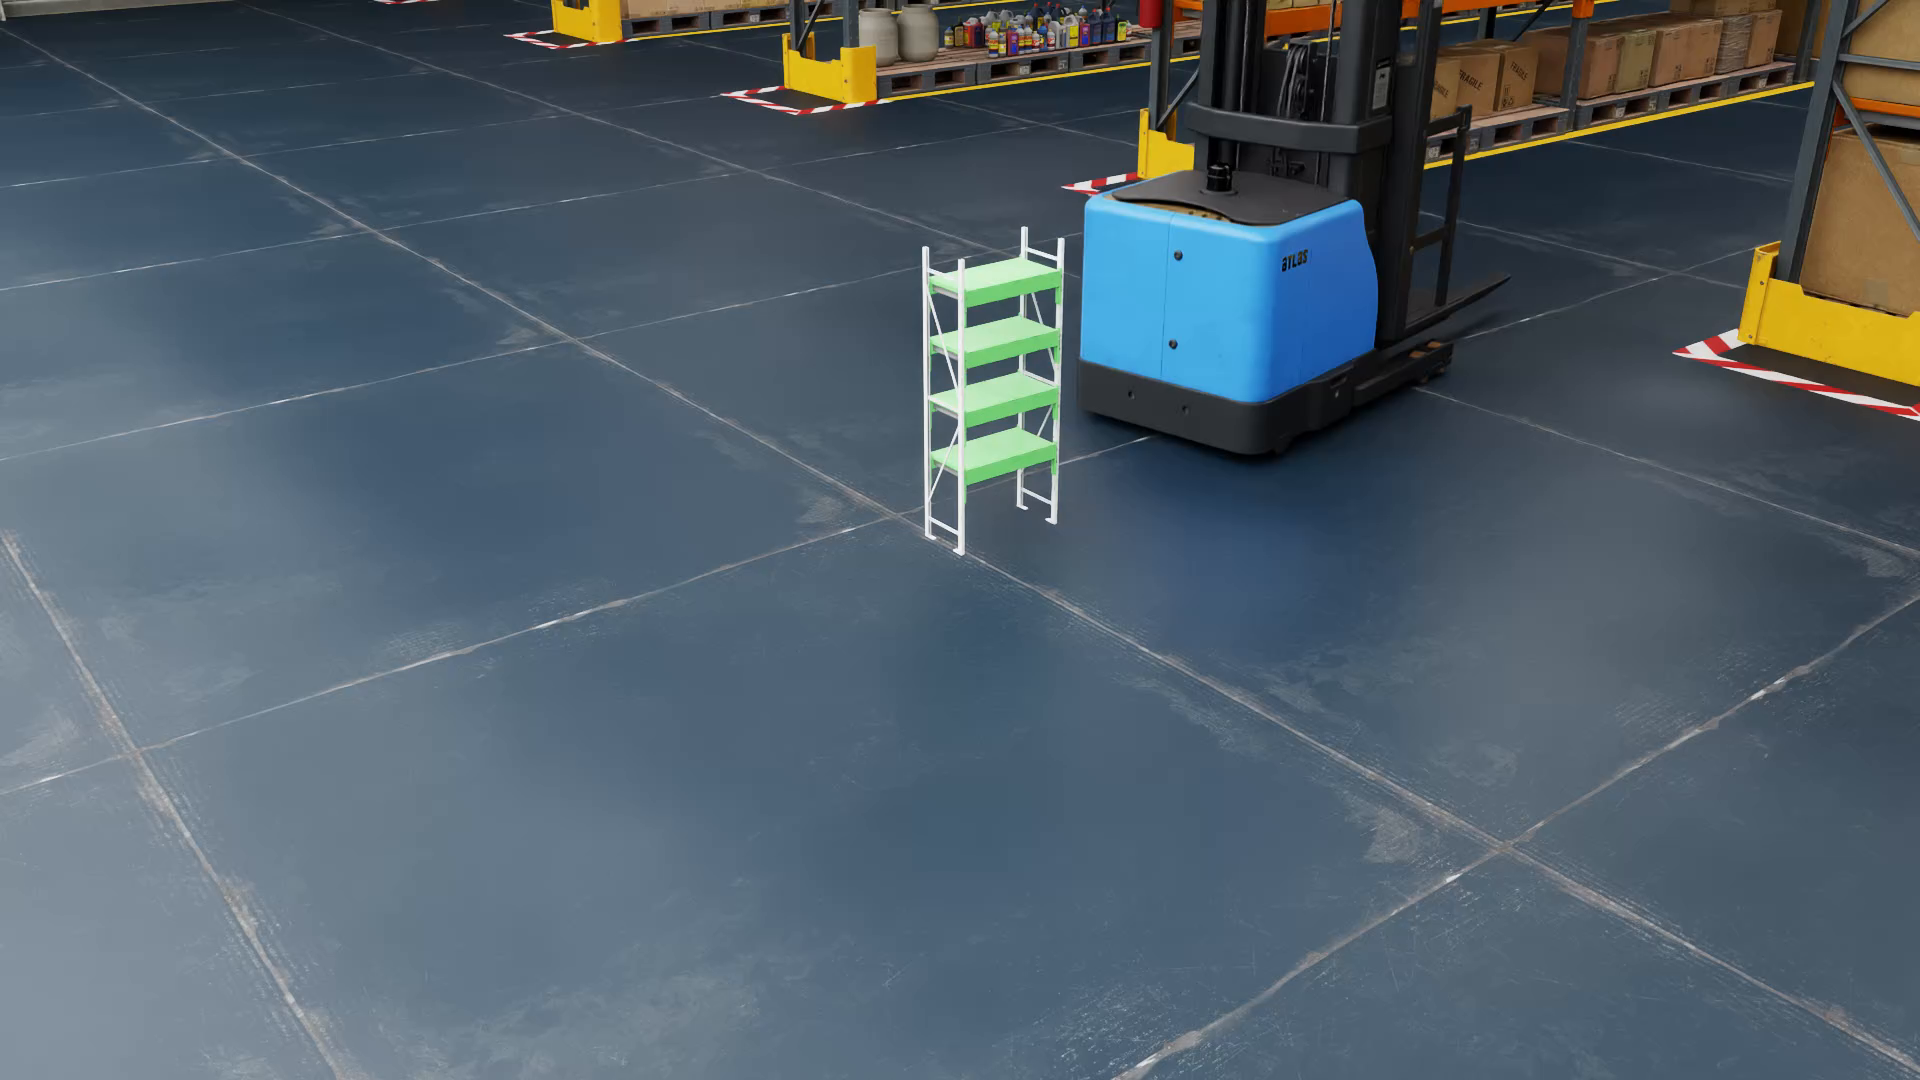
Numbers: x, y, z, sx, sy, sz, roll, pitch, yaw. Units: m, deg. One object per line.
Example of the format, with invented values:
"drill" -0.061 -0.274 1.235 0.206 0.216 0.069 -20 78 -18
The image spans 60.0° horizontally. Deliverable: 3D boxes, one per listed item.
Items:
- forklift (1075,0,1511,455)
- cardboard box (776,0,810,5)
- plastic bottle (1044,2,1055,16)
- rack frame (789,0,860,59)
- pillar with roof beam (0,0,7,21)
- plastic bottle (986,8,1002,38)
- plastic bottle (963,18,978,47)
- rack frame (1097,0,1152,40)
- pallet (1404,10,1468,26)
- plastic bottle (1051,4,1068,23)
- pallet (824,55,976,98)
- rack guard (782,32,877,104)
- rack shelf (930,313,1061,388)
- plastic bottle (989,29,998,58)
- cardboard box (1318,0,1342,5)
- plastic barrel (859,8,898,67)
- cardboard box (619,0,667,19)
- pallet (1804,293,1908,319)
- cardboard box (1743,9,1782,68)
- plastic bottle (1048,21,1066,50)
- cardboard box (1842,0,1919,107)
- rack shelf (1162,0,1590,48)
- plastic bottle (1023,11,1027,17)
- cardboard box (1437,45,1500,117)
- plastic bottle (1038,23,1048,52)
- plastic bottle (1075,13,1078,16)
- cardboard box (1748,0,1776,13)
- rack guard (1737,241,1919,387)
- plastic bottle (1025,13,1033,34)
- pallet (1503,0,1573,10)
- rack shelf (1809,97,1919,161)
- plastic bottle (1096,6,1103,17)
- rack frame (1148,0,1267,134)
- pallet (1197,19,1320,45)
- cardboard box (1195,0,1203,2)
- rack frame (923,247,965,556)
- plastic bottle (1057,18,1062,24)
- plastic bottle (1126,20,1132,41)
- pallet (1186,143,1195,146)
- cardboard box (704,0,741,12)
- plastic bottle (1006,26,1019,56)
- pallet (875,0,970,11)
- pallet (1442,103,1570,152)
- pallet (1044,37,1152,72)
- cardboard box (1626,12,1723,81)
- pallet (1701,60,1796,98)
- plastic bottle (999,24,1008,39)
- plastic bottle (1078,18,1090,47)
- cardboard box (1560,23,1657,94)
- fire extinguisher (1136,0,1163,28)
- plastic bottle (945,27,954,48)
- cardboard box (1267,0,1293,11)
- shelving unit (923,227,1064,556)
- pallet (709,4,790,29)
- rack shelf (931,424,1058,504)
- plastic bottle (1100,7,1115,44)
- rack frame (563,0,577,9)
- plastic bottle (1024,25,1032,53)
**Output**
"forklift" 1.899 -2.250 8.117 1.130 2.935 3.031 20 32 36
"cardboard box" -2.204 -6.799 20.605 0.500 0.250 0.500 -18 31 -34
"plastic bottle" 0.972 -5.594 17.865 0.185 0.351 0.144 -17 30 -33
"rack frame" -1.285 -5.629 15.316 0.127 3.000 1.000 -18 31 -34
"pillar with roof beam" -9.446 -9.116 15.703 0.400 9.000 9.100 -18 31 -34
"plastic bottle" 0.342 -5.386 17.417 0.185 0.351 0.144 -17 30 -32
"plastic bottle" 0.105 -5.272 17.259 0.135 0.276 0.152 -18 30 -34
"rack frame" 1.863 -6.668 17.555 0.127 3.000 1.000 -18 31 -34
"pallet" 5.605 -6.661 20.852 1.213 0.211 1.003 -18 31 -34
"plastic bottle" 1.061 -5.546 17.762 0.185 0.351 0.144 -18 31 -34
"pallet" -0.611 -4.609 16.430 1.213 0.211 1.003 -18 31 -34
"rack guard" -1.254 -4.531 15.919 0.348 0.500 1.175 -18 31 -34
"rack shelf" 0.130 -0.747 6.516 0.480 0.148 0.258 -18 31 -34
"plastic bottle" 0.335 -4.959 16.590 0.097 0.271 0.097 0 25 0
"cardboard box" 2.558 -3.988 12.079 0.250 0.149 0.380 -18 31 -34
"plastic barrel" -0.814 -4.888 16.174 0.421 0.512 0.421 0 25 0
"cardboard box" -3.779 -6.280 19.486 0.500 0.250 0.500 -18 31 -34
"pallet" 5.334 -1.288 9.274 1.213 0.211 1.003 -18 31 -34
"cardboard box" 7.552 -4.952 16.303 0.500 0.500 0.700 -20 32 -37
"plastic bottle" 0.999 -5.195 17.093 0.135 0.276 0.152 -18 30 -33
"cardboard box" 5.017 -2.499 8.392 0.550 0.550 0.875 -18 31 -34
"rack shelf" 3.346 -4.182 13.052 4.000 0.370 1.077 -18 31 -34
"plastic bottle" 0.668 -5.485 17.710 0.133 0.283 0.061 -17 30 -32
"cardboard box" 4.134 -3.842 13.936 0.500 0.500 0.500 -9 26 -18
"plastic bottle" 0.842 -5.127 16.952 0.097 0.271 0.097 0 25 0
"plastic bottle" 1.262 -5.635 18.129 0.097 0.201 0.097 0 25 0
"cardboard box" 7.558 -5.289 16.138 0.500 0.250 0.500 -17 30 -32
"rack guard" 4.734 -1.179 8.697 0.348 0.500 1.175 -18 31 -34
"plastic bottle" 0.731 -5.458 17.667 0.097 0.271 0.097 0 25 0
"pallet" 7.526 -7.295 22.218 1.213 0.211 1.003 -18 31 -34
"rack shelf" 6.327 -2.512 9.455 4.000 0.370 1.077 -18 31 -34
"plastic bottle" 1.445 -5.451 17.557 0.185 0.351 0.144 -18 31 -34
"rack frame" 1.772 -3.989 11.781 0.127 3.000 1.000 -18 31 -34
"pallet" 3.418 -5.939 19.296 1.213 0.211 1.003 -18 31 -34
"cardboard box" 1.869 -4.017 12.141 0.250 0.149 0.380 -18 31 -34
"rack frame" -0.062 -0.524 6.453 0.015 1.200 0.240 -18 31 -34
"plastic bottle" 1.046 -5.267 17.239 0.133 0.283 0.061 -18 31 -34
"plastic bottle" 1.770 -5.401 17.626 0.097 0.201 0.097 0 25 0
"pallet" 2.493 -2.943 12.840 1.213 0.211 1.003 -18 31 -34
"cardboard box" -2.994 -6.541 20.048 0.500 0.250 0.500 -18 31 -34
"plastic bottle" 0.524 -5.017 16.701 0.133 0.283 0.061 -18 30 -33
"pallet" -0.635 -7.250 22.120 1.213 0.211 1.003 -18 31 -34
"pallet" 4.413 -3.577 14.206 1.213 0.211 1.003 -18 31 -34
"pallet" 1.309 -5.243 17.796 1.213 0.211 1.003 -18 31 -34
"cardboard box" 6.682 -4.654 15.661 0.500 0.500 0.700 -15 29 -30
"pallet" 7.451 -4.599 16.409 1.213 0.211 1.003 -18 31 -34
"plastic bottle" 0.451 -5.290 17.387 0.097 0.201 0.097 0 25 0
"plastic bottle" 1.281 -5.267 17.240 0.133 0.283 0.061 -16 29 -31
"cardboard box" 5.803 -4.363 15.035 0.500 0.500 0.700 -18 31 -34
"fire extinguisher" 1.397 -4.076 12.062 0.183 0.674 0.296 -18 31 -34
"plastic bottle" -0.110 -5.182 17.154 0.097 0.201 0.097 0 25 0
"cardboard box" 2.143 -3.870 11.823 0.250 0.149 0.380 -18 31 -34
"shelving unit" 0.130 -0.587 6.590 0.503 1.200 0.258 -18 31 -34
"pallet" -2.803 -6.534 20.578 1.213 0.211 1.003 -18 31 -34
"rack shelf" 0.130 -0.312 6.718 0.480 0.148 0.258 -18 31 -34
"plastic bottle" 1.534 -5.404 17.454 0.185 0.351 0.144 -19 31 -35
"rack frame" -4.338 -7.271 18.854 0.127 3.000 1.000 -18 31 -34
"plastic bottle" 0.683 -5.074 16.838 0.097 0.271 0.097 0 25 0
